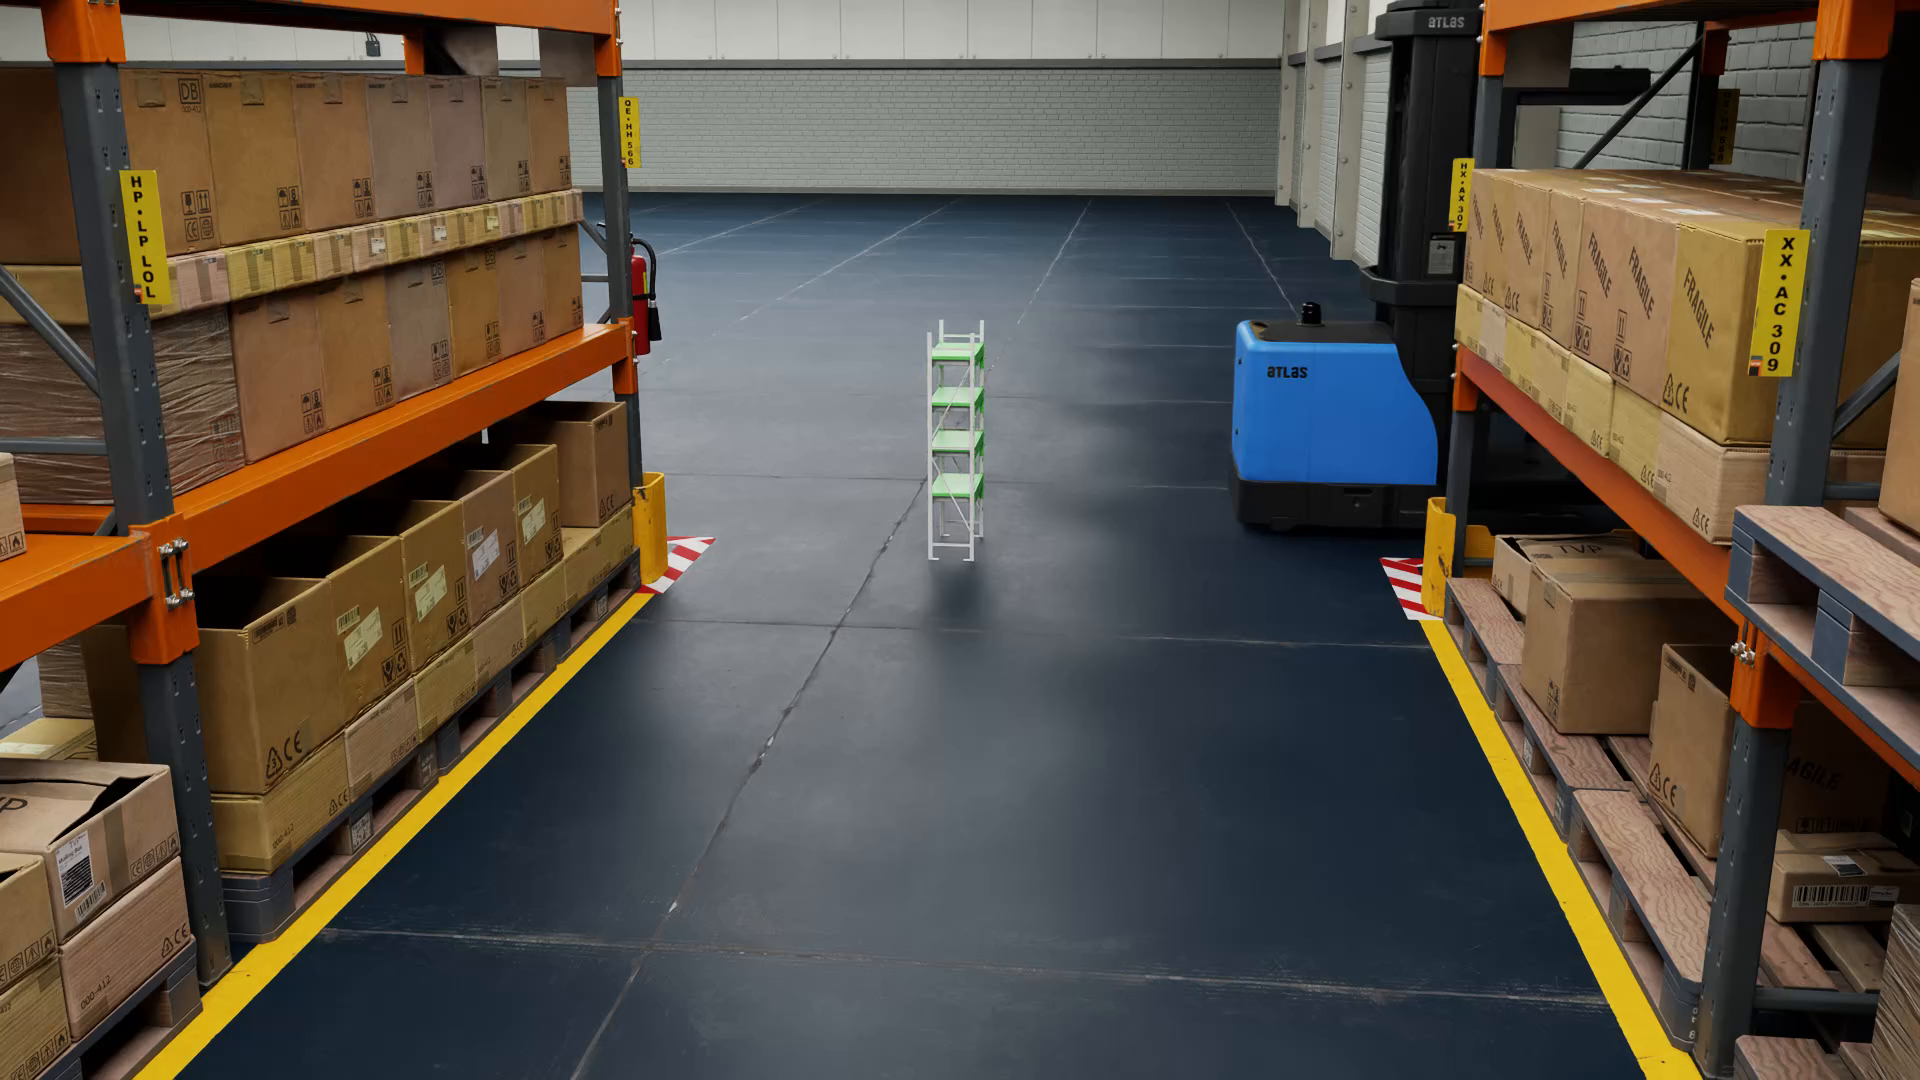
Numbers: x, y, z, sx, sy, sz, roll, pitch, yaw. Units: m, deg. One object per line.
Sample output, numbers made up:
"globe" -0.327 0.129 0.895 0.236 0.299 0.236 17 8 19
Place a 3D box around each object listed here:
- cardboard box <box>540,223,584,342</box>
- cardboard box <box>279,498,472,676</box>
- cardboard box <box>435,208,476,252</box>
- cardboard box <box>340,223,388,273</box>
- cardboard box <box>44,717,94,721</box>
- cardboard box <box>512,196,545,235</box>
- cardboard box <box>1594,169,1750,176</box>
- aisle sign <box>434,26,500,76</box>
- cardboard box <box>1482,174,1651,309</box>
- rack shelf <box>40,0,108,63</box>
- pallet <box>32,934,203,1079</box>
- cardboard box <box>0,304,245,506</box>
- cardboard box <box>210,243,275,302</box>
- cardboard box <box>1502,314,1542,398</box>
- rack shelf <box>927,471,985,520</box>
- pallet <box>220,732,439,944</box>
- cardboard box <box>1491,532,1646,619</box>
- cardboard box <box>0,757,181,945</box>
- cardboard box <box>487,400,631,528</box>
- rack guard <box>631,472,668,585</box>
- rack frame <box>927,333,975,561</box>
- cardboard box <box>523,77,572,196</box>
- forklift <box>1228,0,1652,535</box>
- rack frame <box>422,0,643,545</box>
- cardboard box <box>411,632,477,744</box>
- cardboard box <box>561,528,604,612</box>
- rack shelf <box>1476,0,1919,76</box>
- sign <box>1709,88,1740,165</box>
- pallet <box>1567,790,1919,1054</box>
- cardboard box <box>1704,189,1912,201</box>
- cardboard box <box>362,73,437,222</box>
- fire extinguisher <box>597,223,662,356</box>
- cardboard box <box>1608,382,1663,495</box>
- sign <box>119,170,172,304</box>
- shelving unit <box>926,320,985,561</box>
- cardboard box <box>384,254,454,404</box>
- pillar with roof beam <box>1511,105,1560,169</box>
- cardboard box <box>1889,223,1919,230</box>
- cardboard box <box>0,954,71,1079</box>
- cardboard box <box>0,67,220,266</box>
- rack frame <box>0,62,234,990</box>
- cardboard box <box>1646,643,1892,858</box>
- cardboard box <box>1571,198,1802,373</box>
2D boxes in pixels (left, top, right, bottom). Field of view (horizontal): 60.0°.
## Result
"cardboard box" -2.170 -1.204 7.677 0.700 0.500 0.500 2 15 6
"cardboard box" -2.079 0.153 5.876 0.500 0.500 0.500 2 15 6
"cardboard box" -2.103 -1.197 6.410 0.380 0.149 0.250 2 15 8
"cardboard box" -2.191 -0.999 5.676 0.380 0.149 0.250 1 15 5
"cardboard box" -2.654 0.629 5.551 0.500 0.250 0.500 2 15 6
"cardboard box" -2.015 -1.399 7.155 0.380 0.149 0.250 1 15 5
"cardboard box" 2.976 -1.302 7.045 0.500 0.500 0.500 2 15 6
"aisle sign" -2.401 -2.558 7.894 0.394 0.787 0.004 2 15 6
"cardboard box" 2.400 -1.188 6.622 0.500 0.500 0.500 2 15 6
"rack shelf" -2.781 -0.821 2.084 1.077 0.370 4.000 2 15 6
"pallet" -2.600 1.299 3.953 1.003 0.211 1.213 2 15 6
"cardboard box" -2.512 -0.403 4.713 0.700 0.500 0.500 1 15 5
"cardboard box" -2.277 -0.797 4.928 0.380 0.149 0.250 1 15 5
"cardboard box" 2.340 -0.685 6.197 0.500 0.250 0.500 1 15 5
"rack shelf" -0.019 -0.243 8.926 0.258 0.148 0.480 2 15 6
"pallet" -2.424 0.902 5.422 1.003 0.211 1.213 2 15 6
"cardboard box" 2.651 0.131 7.241 0.500 0.311 0.500 0 15 0
"cardboard box" -2.316 0.728 4.111 0.500 0.311 0.500 2 15 6
"cardboard box" -1.869 -0.366 7.796 0.500 0.500 0.500 2 15 6
"rack guard" -2.101 -0.076 8.486 1.175 0.500 0.348 2 15 6
"rack frame" -0.046 -0.473 8.613 0.240 1.200 0.015 2 15 6
"cardboard box" -2.176 -1.817 7.457 0.700 0.500 0.500 2 15 6
"forklift" 3.100 -1.537 9.229 3.031 2.935 1.130 1 15 5
"rack frame" -2.104 -1.277 8.137 1.000 3.000 0.127 2 15 6
"cardboard box" -2.079 0.515 5.974 0.500 0.250 0.500 2 15 6
"cardboard box" -1.916 0.126 7.414 0.500 0.250 0.500 2 15 6
"rack shelf" 2.593 -1.714 5.385 1.077 0.370 4.000 2 15 6
"sign" 3.368 -1.822 7.329 0.100 0.325 0.005 2 15 6
"pallet" 2.408 1.077 4.776 1.003 0.211 1.213 2 15 6
"cardboard box" 2.799 -0.907 5.584 0.500 0.500 0.500 2 15 7
"cardboard box" -2.342 -1.420 5.988 0.700 0.500 0.500 2 15 6
"fire extinguisher" -1.629 -1.256 8.210 0.296 0.674 0.183 2 15 6
"cardboard box" 2.184 -0.292 4.746 0.500 0.250 0.500 2 15 7
"sign" -2.015 -0.746 4.110 0.100 0.325 0.005 2 15 6
"shelving unit" -0.019 -0.536 8.847 0.258 1.200 0.503 2 15 6
"cardboard box" -2.342 -0.803 6.192 0.700 0.500 0.500 2 15 8
"pillar with roof beam" -0.002 -5.504 12.276 9.100 9.000 0.400 2 15 6
"cardboard box" 2.628 -0.509 4.111 0.500 0.500 0.500 1 15 5
"cardboard box" -2.373 1.133 3.690 0.500 0.250 0.500 1 15 5
"cardboard box" -2.512 -1.029 4.544 0.700 0.500 0.500 2 15 7
"rack frame" -2.556 -0.239 4.300 1.000 3.000 0.127 2 15 6
"cardboard box" 2.444 0.630 5.033 0.500 0.500 0.500 1 15 2
"cardboard box" 2.231 -0.785 5.132 0.500 0.500 0.500 1 15 5
